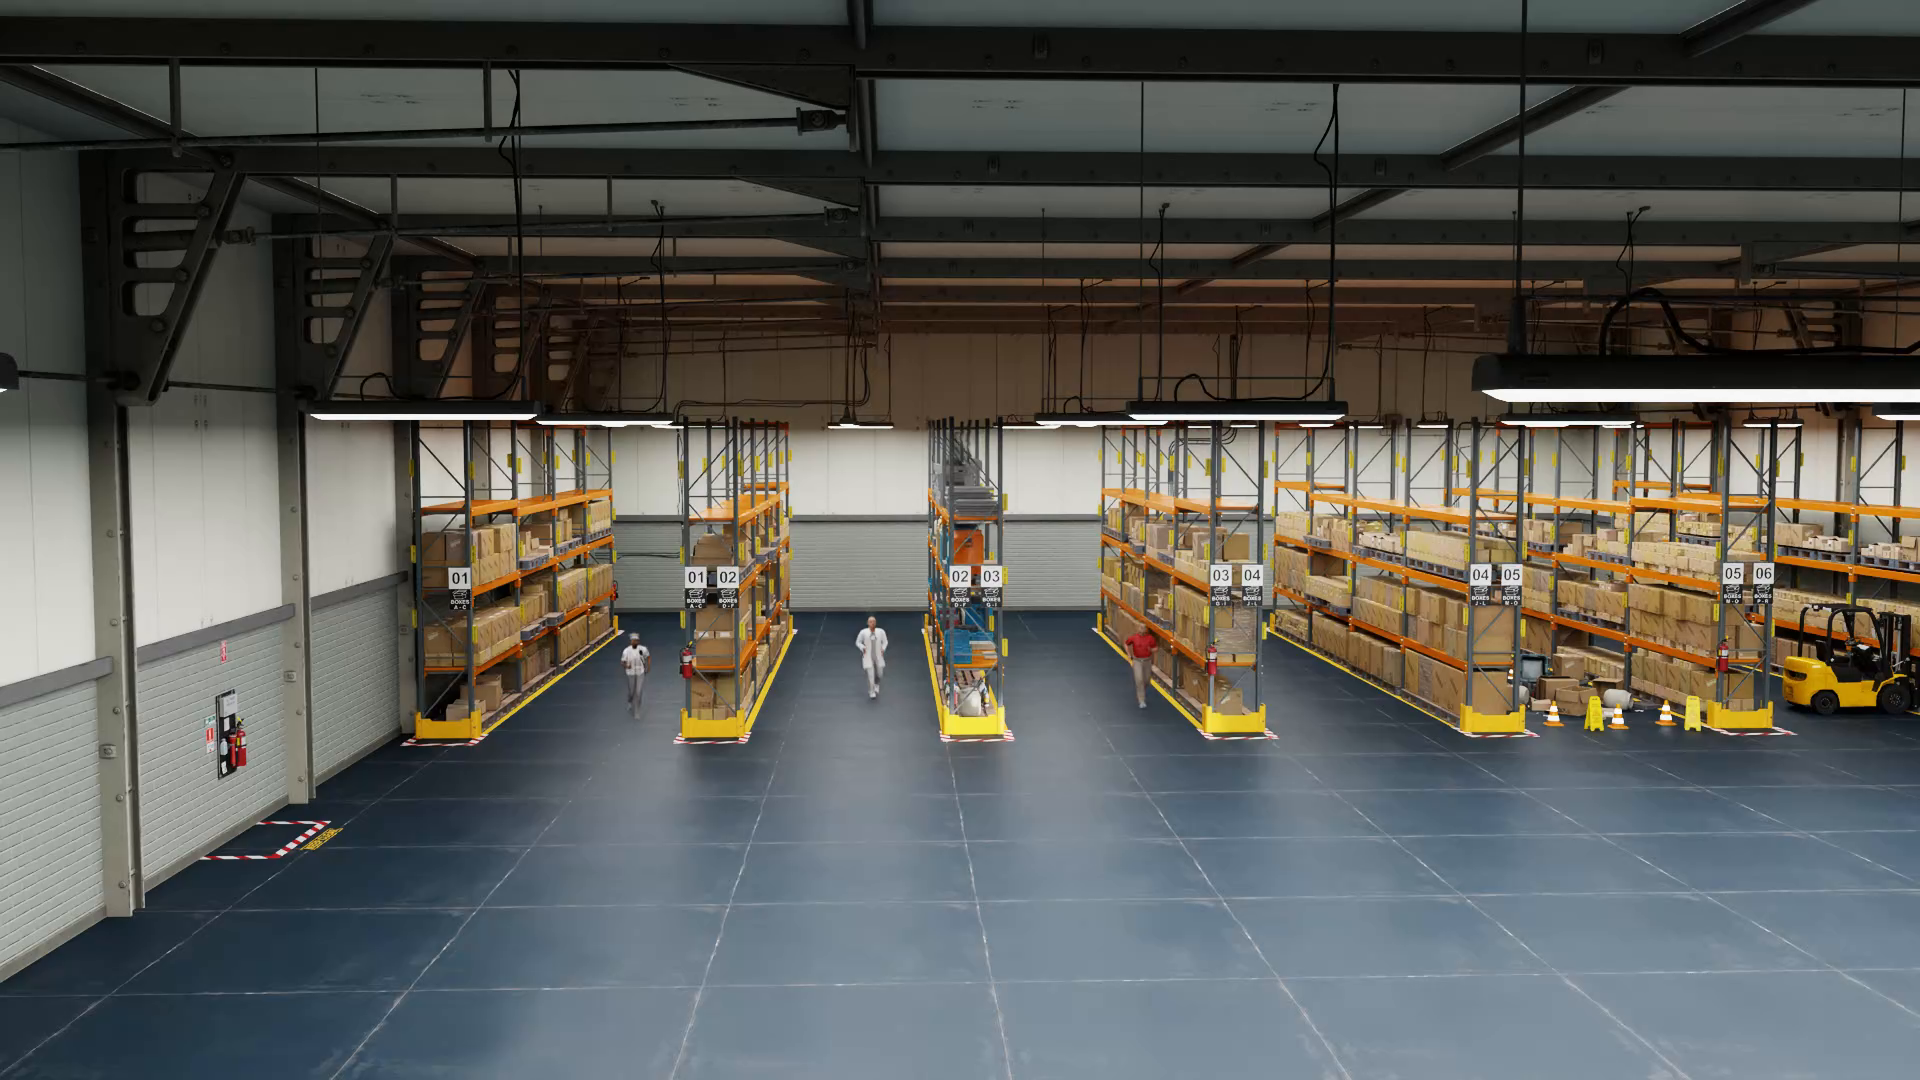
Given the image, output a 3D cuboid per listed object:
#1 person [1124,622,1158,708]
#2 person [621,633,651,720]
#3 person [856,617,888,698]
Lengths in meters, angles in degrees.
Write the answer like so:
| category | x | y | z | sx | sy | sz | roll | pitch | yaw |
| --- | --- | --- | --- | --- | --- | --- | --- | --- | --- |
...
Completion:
| category | x | y | z | sx | sy | sz | roll | pitch | yaw |
| --- | --- | --- | --- | --- | --- | --- | --- | --- | --- |
| person | 3.799 | 2.577 | 34.683 | 0.662 | 1.716 | 0.989 | -1 | 4 | -9 |
| person | -6.504 | 2.704 | 33.390 | 0.589 | 1.710 | 0.918 | -1 | 4 | -9 |
| person | -1.881 | 2.497 | 35.790 | 0.706 | 1.679 | 0.663 | -1 | 4 | -12 |
